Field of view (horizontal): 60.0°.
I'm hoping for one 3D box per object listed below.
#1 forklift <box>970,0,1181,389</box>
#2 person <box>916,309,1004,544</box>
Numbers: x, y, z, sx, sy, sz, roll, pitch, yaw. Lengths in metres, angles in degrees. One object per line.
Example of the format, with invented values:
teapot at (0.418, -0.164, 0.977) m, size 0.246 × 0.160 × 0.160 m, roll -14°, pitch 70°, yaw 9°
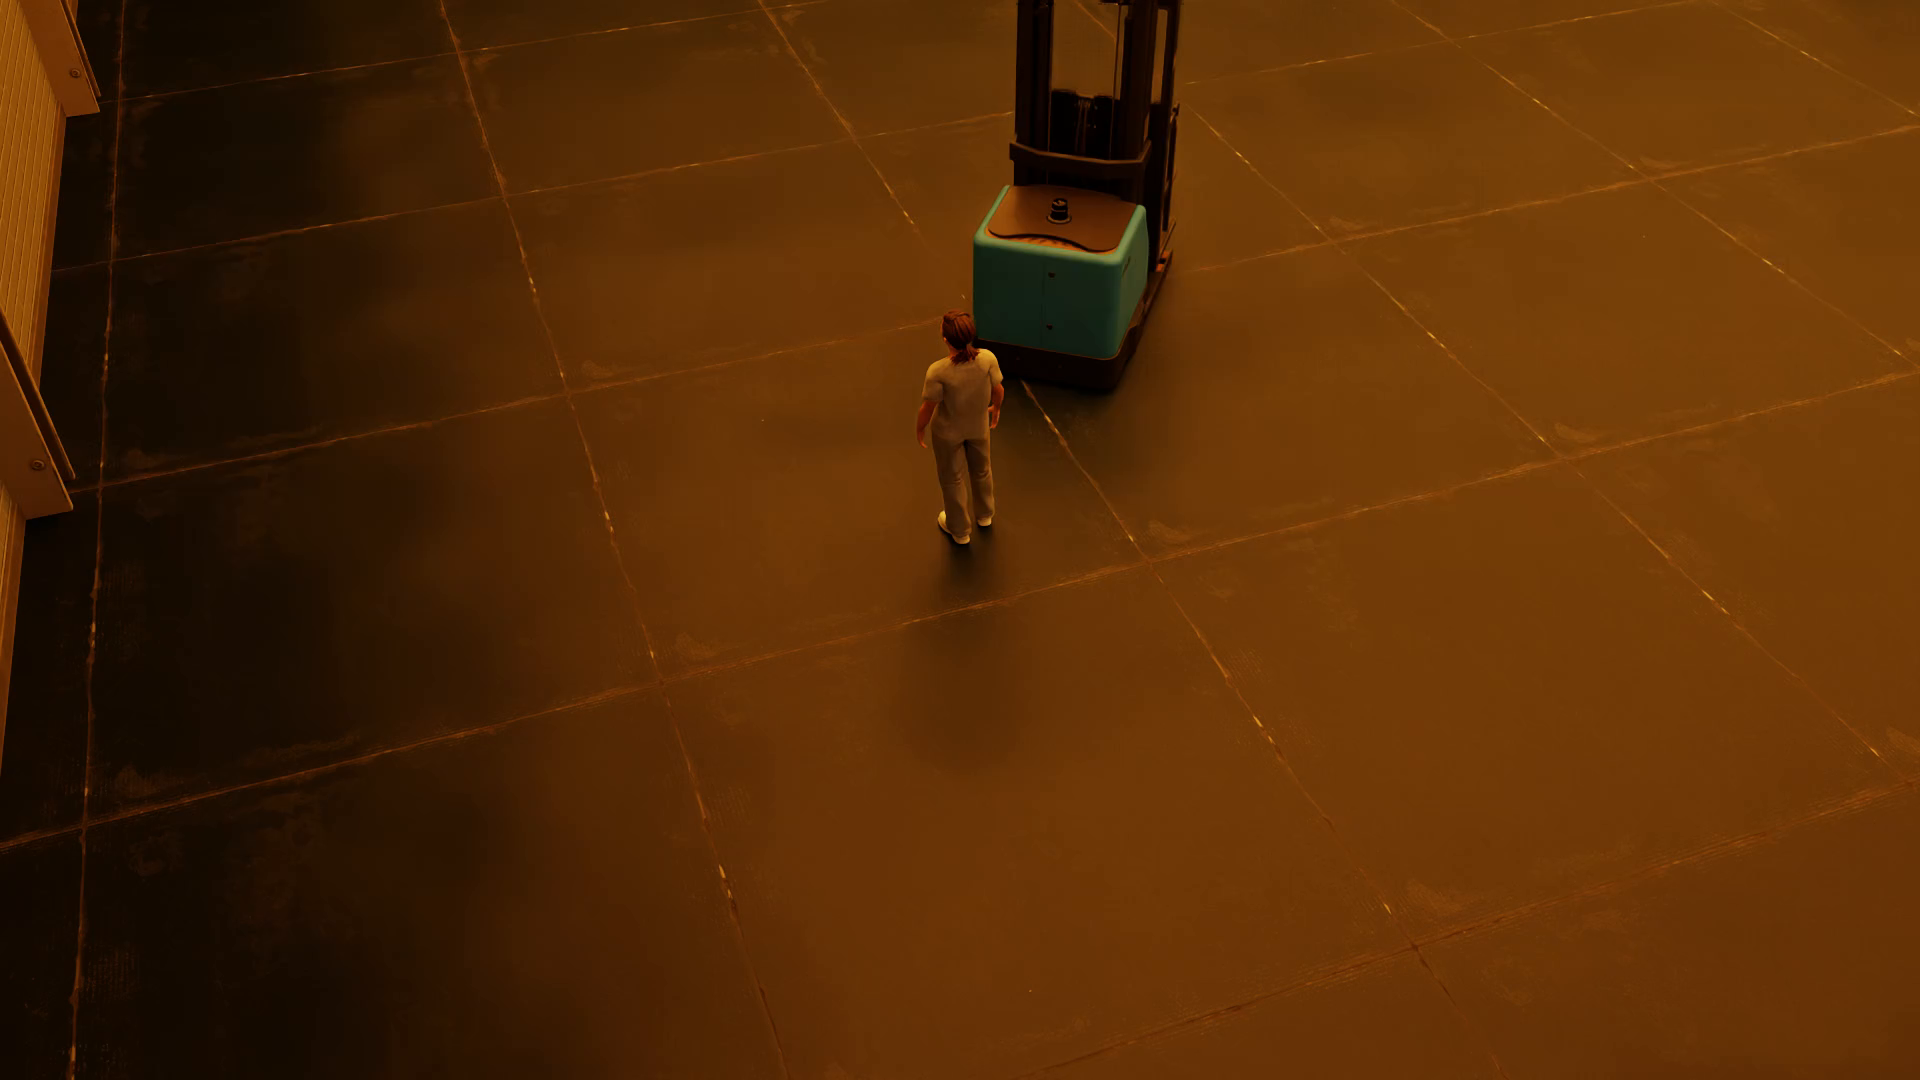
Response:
forklift at (0.993, -3.115, 11.706) m, size 1.130 × 2.935 × 3.031 m, roll 11°, pitch 41°, yaw 13°
person at (-0.012, -0.695, 9.789) m, size 0.549 × 1.673 × 0.548 m, roll -13°, pitch 42°, yaw -15°
